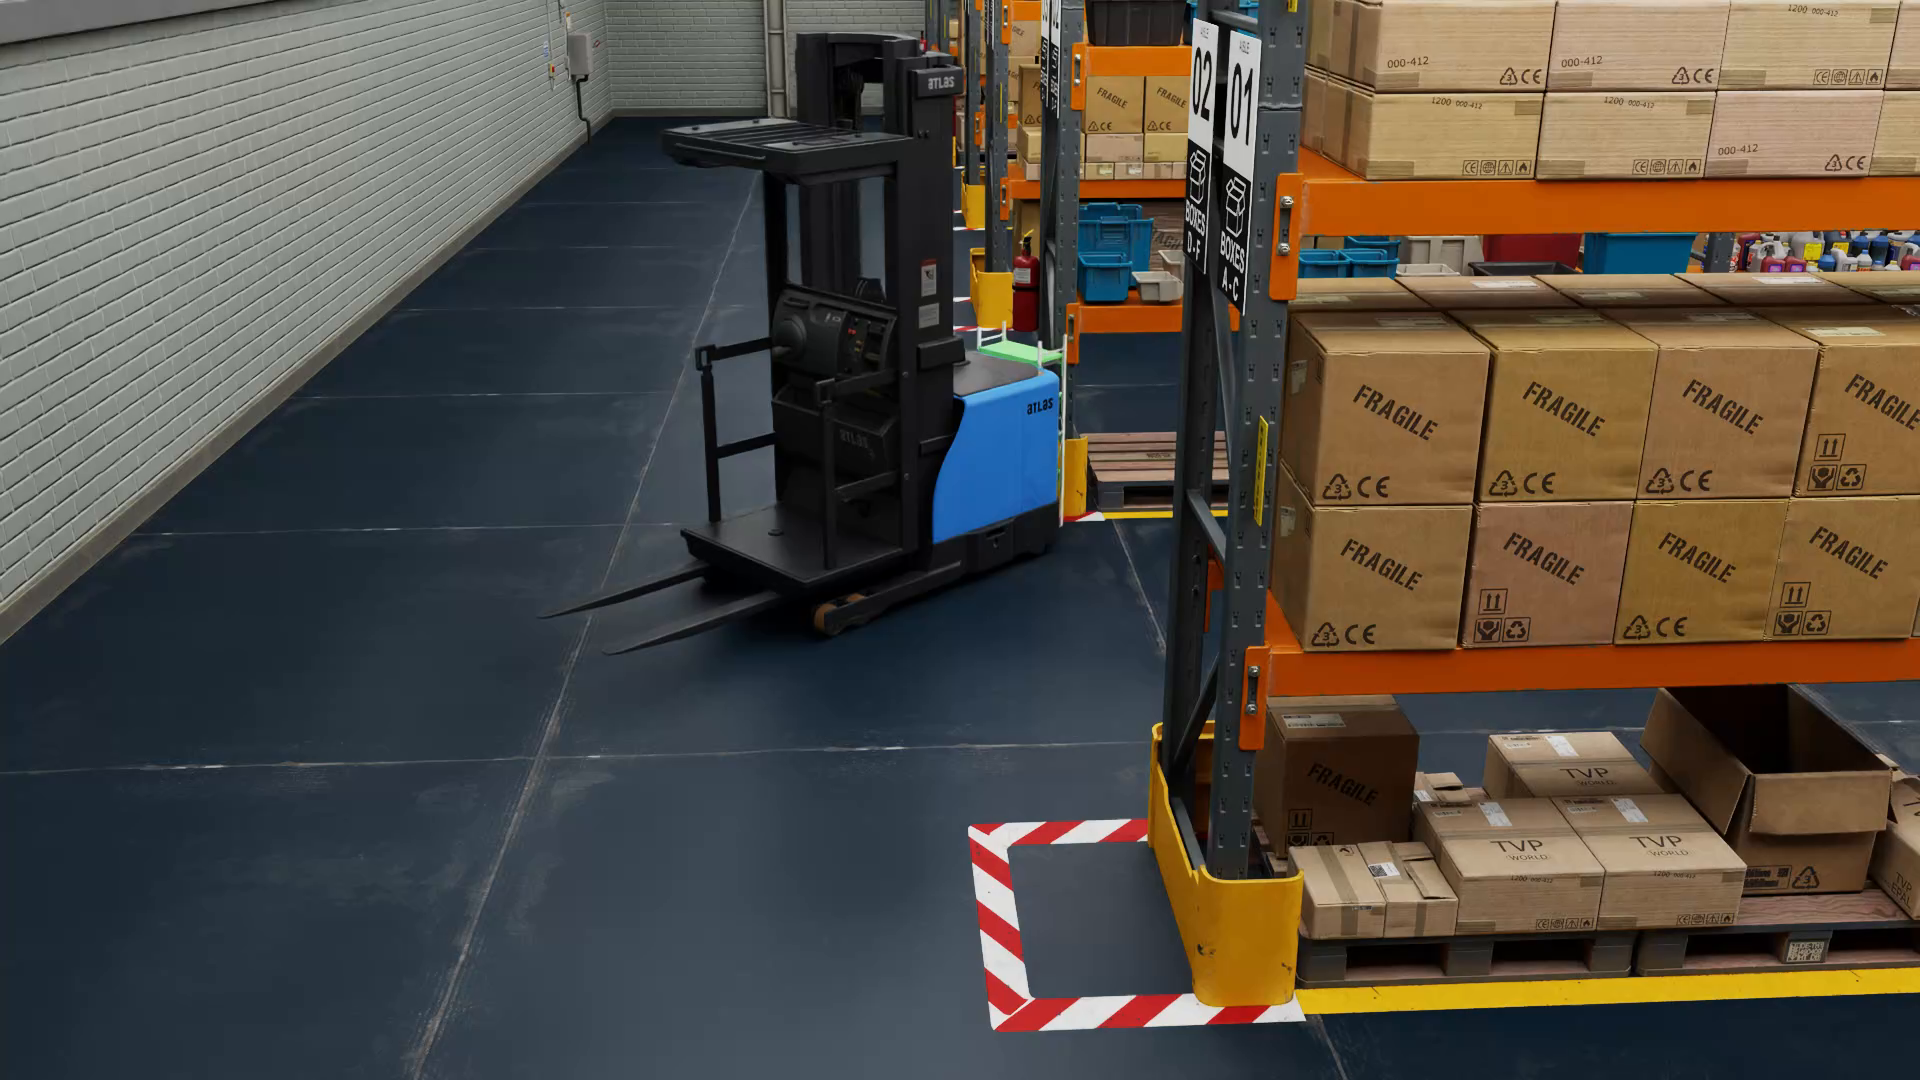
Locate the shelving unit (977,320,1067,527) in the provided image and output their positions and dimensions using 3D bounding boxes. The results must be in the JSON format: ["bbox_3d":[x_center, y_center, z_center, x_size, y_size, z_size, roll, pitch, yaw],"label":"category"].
[{"bbox_3d":[0.367,-0.678,10.057,0.503,1.200,0.258,19,28,41],"label":"shelving unit"}]

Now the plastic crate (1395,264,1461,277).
[{"bbox_3d":[2.880,-1.603,10.244,0.466,0.136,0.293,-1,21,-3],"label":"plastic crate"}]

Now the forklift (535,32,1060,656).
[{"bbox_3d":[-0.823,-1.077,8.674,3.031,2.935,1.130,-19,28,-41],"label":"forklift"}]

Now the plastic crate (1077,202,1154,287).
[{"bbox_3d":[0.931,-1.877,10.543,0.499,0.435,0.616,-1,21,-3],"label":"plastic crate"}]

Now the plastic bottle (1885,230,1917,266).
[{"bbox_3d":[6.210,-1.930,10.992,0.135,0.276,0.152,-1,21,-3],"label":"plastic bottle"}]

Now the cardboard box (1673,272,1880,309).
[{"bbox_3d":[2.850,-0.653,5.918,0.500,0.500,0.500,-1,21,-1],"label":"cardboard box"}]

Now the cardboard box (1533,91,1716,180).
[{"bbox_3d":[1.914,-1.257,5.044,0.500,0.250,0.500,-1,21,-3],"label":"cardboard box"}]

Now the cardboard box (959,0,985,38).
[{"bbox_3d":[0.255,-7.461,23.800,0.500,0.500,0.500,-2,21,-4],"label":"cardboard box"}]

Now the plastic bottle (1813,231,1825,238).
[{"bbox_3d":[5.685,-1.956,10.955,0.185,0.351,0.144,-1,21,-3],"label":"plastic bottle"}]

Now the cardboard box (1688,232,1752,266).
[{"bbox_3d":[6.732,-2.862,15.662,0.875,0.875,1.225,-1,21,-3],"label":"cardboard box"}]

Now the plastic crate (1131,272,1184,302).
[{"bbox_3d":[1.198,-1.529,10.050,0.298,0.136,0.250,-1,21,-3],"label":"plastic crate"}]

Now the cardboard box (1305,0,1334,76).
[{"bbox_3d":[1.385,-1.666,5.416,0.500,0.250,0.500,-1,21,-3],"label":"cardboard box"}]

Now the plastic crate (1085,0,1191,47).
[{"bbox_3d":[1.008,-3.008,9.618,0.590,0.269,0.497,-1,21,-3],"label":"plastic crate"}]

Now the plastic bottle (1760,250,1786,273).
[{"bbox_3d":[4.992,-1.641,10.224,0.133,0.283,0.061,-1,21,-3],"label":"plastic bottle"}]

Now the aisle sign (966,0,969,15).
[{"bbox_3d":[0.087,-6.389,18.876,0.004,0.787,0.394,-1,21,-3],"label":"aisle sign"}]

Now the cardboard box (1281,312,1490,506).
[{"bbox_3d":[1.345,-0.428,5.328,0.500,0.500,0.500,-1,21,-1],"label":"cardboard box"}]

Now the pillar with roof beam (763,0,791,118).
[{"bbox_3d":[-3.025,-10.342,24.480,0.400,9.000,9.100,-1,21,-3],"label":"pillar with roof beam"}]

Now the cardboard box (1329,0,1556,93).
[{"bbox_3d":[1.415,-1.482,4.935,0.500,0.250,0.500,-1,21,-3],"label":"cardboard box"}]

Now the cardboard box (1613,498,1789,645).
[{"bbox_3d":[2.361,0.017,5.563,0.500,0.500,0.500,-1,21,-3],"label":"cardboard box"}]

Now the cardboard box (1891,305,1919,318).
[{"bbox_3d":[3.376,-0.471,5.439,0.500,0.500,0.500,-1,21,-3],"label":"cardboard box"}]

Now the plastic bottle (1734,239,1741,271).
[{"bbox_3d":[5.091,-1.882,10.971,0.097,0.201,0.097,0,21,0],"label":"plastic bottle"}]

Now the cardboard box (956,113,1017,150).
[{"bbox_3d":[0.413,-6.086,24.745,0.875,0.438,0.875,-2,21,-5],"label":"cardboard box"}]

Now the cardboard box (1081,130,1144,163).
[{"bbox_3d":[1.338,-3.514,14.771,0.500,0.250,0.500,-1,21,-4],"label":"cardboard box"}]

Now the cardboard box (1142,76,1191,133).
[{"bbox_3d":[1.836,-3.874,14.663,0.500,0.500,0.500,-2,21,-5],"label":"cardboard box"}]

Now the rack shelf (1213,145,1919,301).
[{"bbox_3d":[2.884,-1.105,5.447,4.000,0.370,1.077,-1,21,-3],"label":"rack shelf"}]

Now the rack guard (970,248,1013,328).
[{"bbox_3d":[0.301,-2.350,15.433,0.348,0.500,1.175,-1,21,-3],"label":"rack guard"}]

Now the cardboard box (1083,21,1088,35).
[{"bbox_3d":[1.630,-5.865,19.190,0.500,0.500,0.500,-2,21,-4],"label":"cardboard box"}]

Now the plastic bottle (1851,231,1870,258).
[{"bbox_3d":[5.870,-1.876,10.858,0.097,0.271,0.097,0,21,0],"label":"plastic bottle"}]

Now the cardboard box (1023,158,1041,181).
[{"bbox_3d":[0.698,-3.291,14.745,0.250,0.149,0.380,-1,21,-2],"label":"cardboard box"}]

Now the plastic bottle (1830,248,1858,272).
[{"bbox_3d":[5.451,-1.664,10.292,0.135,0.276,0.152,-1,21,-3],"label":"plastic bottle"}]

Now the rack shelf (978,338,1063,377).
[{"bbox_3d":[0.366,-1.066,9.908,0.480,0.148,0.258,19,28,41],"label":"rack shelf"}]

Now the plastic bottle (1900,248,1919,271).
[{"bbox_3d":[5.878,-1.659,10.271,0.133,0.283,0.061,-1,21,-3],"label":"plastic bottle"}]

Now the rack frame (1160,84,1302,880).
[{"bbox_3d":[0.887,0.001,5.746,0.127,3.000,1.000,-1,21,-3],"label":"rack frame"}]

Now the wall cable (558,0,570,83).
[{"bbox_3d":[-5.961,-7.894,25.055,0.122,1.984,0.588,-1,21,-3],"label":"wall cable"}]

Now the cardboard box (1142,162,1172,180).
[{"bbox_3d":[1.724,-3.312,14.802,0.250,0.149,0.380,-2,21,-4],"label":"cardboard box"}]

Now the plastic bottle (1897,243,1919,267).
[{"bbox_3d":[6.001,-1.729,10.464,0.135,0.276,0.152,-1,21,-3],"label":"plastic bottle"}]

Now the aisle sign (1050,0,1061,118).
[{"bbox_3d":[0.553,-2.867,9.625,0.004,0.787,0.394,-1,21,-3],"label":"aisle sign"}]

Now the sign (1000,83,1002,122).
[{"bbox_3d":[0.351,-3.763,14.303,0.005,0.325,0.100,-1,21,-3],"label":"sign"}]

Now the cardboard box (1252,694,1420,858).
[{"bbox_3d":[1.416,0.865,6.372,0.500,0.500,0.500,-1,21,-3],"label":"cardboard box"}]

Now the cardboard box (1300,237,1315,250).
[{"bbox_3d":[2.757,-2.799,15.498,0.875,0.875,0.875,-1,21,-3],"label":"cardboard box"}]

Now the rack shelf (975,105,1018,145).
[{"bbox_3d":[2.140,-4.987,19.857,4.000,0.370,1.077,-1,21,-3],"label":"rack shelf"}]

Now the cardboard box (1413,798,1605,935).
[{"bbox_3d":[1.945,1.160,5.948,0.500,0.250,0.500,-1,21,-3],"label":"cardboard box"}]

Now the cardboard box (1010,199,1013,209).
[{"bbox_3d":[0.684,-4.043,19.784,0.250,0.149,0.380,-1,21,-2],"label":"cardboard box"}]

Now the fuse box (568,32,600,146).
[{"bbox_3d":[-5.843,-7.063,26.110,0.414,1.711,0.539,-1,21,-3],"label":"fuse box"}]

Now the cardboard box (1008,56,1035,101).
[{"bbox_3d":[0.607,-5.379,19.318,0.500,0.500,0.500,0,21,0],"label":"cardboard box"}]

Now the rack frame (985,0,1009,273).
[{"bbox_3d":[0.325,-3.518,14.989,0.127,3.000,1.000,-1,21,-3],"label":"rack frame"}]

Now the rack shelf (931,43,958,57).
[{"bbox_3d":[1.469,-8.506,29.102,4.000,0.370,1.077,-1,21,-3],"label":"rack shelf"}]
